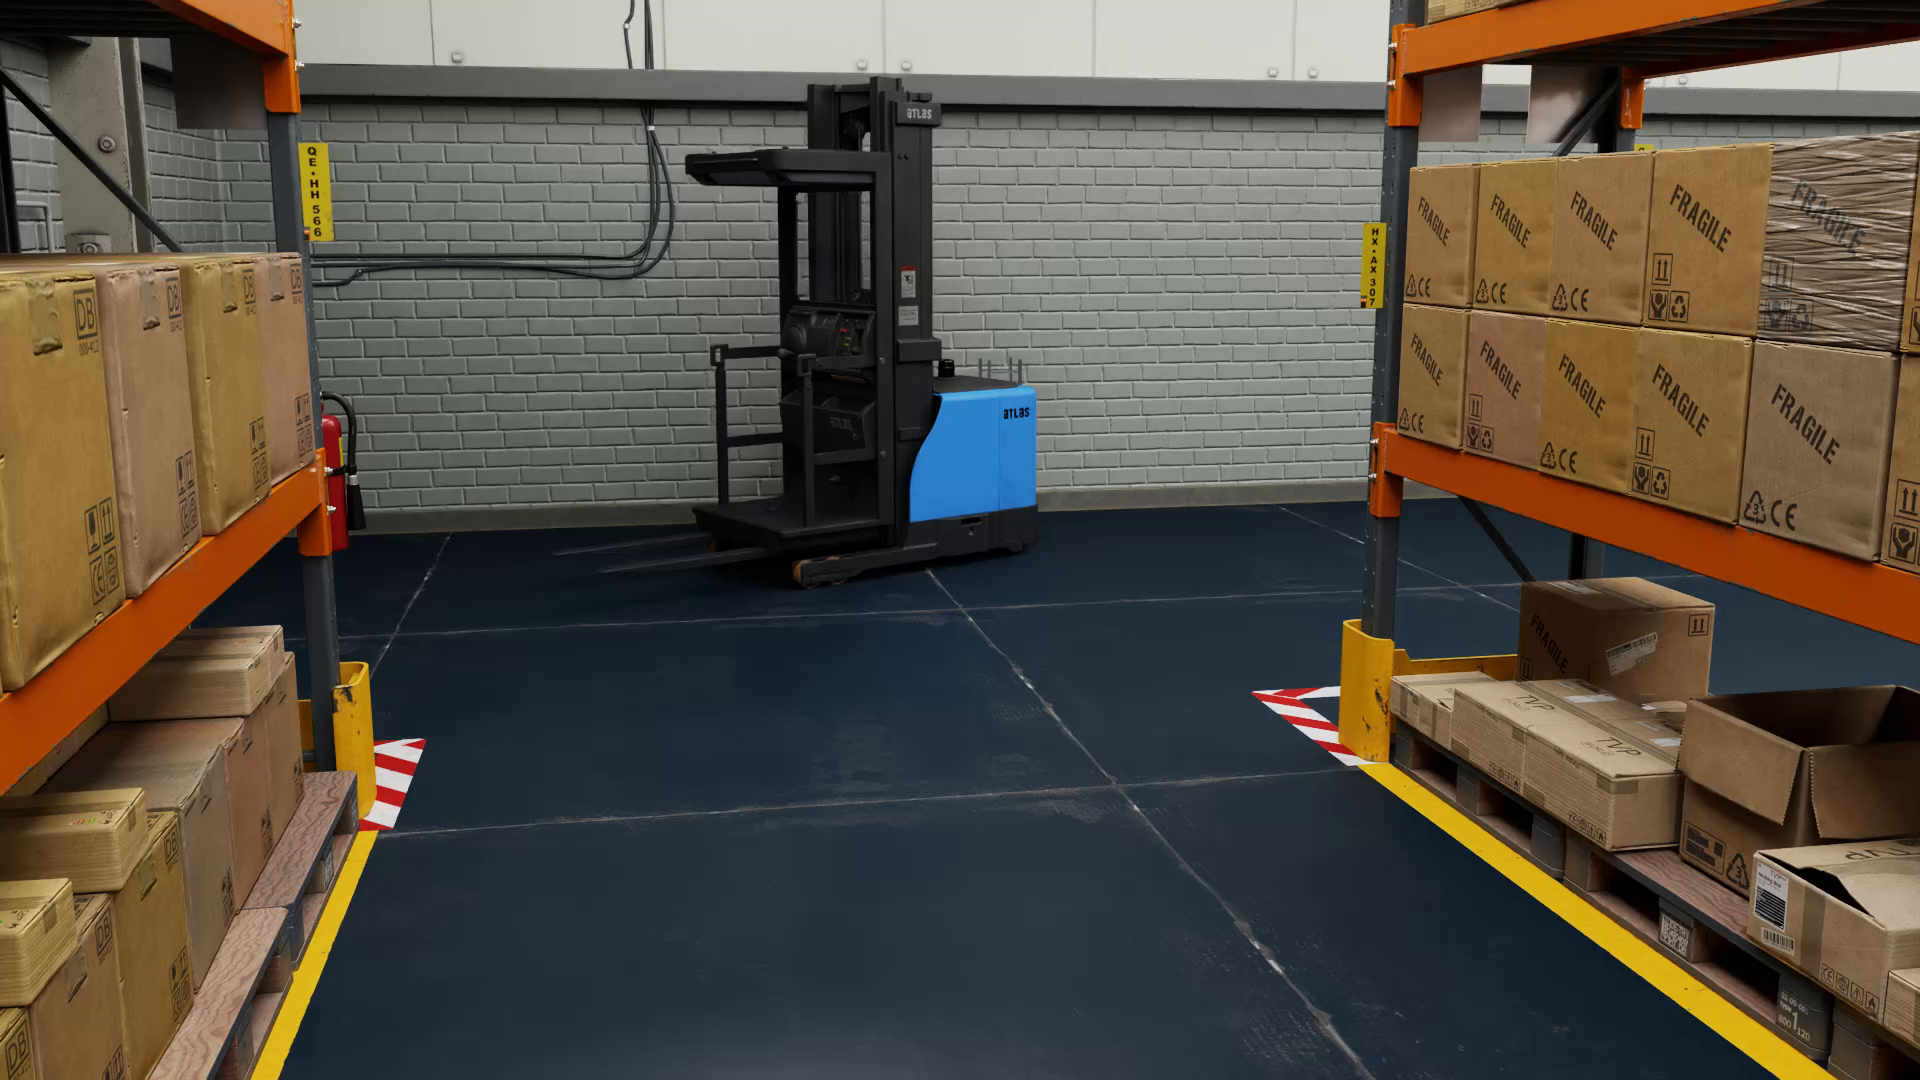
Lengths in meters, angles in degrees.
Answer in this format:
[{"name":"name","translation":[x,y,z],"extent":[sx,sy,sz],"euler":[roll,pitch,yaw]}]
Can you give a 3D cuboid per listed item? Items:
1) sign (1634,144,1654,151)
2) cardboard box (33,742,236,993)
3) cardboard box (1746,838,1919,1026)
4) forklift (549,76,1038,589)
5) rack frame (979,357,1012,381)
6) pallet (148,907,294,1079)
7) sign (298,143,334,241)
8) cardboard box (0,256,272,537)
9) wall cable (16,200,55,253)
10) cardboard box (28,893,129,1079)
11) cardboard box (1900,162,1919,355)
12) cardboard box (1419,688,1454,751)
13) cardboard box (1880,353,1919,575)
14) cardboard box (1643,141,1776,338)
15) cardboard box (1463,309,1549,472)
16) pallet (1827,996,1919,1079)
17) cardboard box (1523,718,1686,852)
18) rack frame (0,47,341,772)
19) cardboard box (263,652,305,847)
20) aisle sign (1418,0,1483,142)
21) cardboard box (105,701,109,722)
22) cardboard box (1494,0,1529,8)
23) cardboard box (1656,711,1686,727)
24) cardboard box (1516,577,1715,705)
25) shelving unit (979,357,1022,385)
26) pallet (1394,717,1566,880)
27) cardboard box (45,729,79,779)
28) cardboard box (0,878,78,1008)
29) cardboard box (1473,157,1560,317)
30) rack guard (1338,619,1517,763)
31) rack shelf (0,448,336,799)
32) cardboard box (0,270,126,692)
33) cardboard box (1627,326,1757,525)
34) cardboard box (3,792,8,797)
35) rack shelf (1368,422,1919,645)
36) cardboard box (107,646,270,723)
[{"name":"sign","translation":[2.685,-1.398,6.578],"extent":[0.100,0.325,0.005],"euler":[-2,11,-11]},{"name":"cardboard box","translation":[-2.292,0.854,4.251],"extent":[0.700,0.500,0.500],"euler":[-2,11,-13]},{"name":"cardboard box","translation":[2.380,0.949,4.202],"extent":[0.500,0.311,0.500],"euler":[-2,11,-11]},{"name":"forklift","translation":[-0.971,-1.266,10.011],"extent":[3.031,2.935,1.130],"euler":[-8,14,-37]},{"name":"rack frame","translation":[0.242,-0.646,11.384],"extent":[0.240,1.200,0.006],"euler":[-4,11,-18]},{"name":"pallet","translation":[-2.256,1.260,4.011],"extent":[1.003,0.211,1.213],"euler":[-2,11,-11]},{"name":"sign","translation":[-2.187,-1.179,5.639],"extent":[0.100,0.325,0.005],"euler":[-2,11,-11]},{"name":"cardboard box","translation":[-2.460,-0.398,4.462],"extent":[0.980,0.700,0.700],"euler":[-2,11,-11]},{"name":"wall cable","translation":[-3.899,-1.176,6.637],"extent":[0.084,1.984,1.851],"euler":[-2,11,-11]},{"name":"cardboard box","translation":[-2.083,1.045,3.244],"extent":[0.700,0.500,0.500],"euler":[-2,11,-12]},{"name":"cardboard box","translation":[2.460,-0.641,3.603],"extent":[0.500,0.500,0.500],"euler":[-2,11,-12]},{"name":"cardboard box","translation":[1.930,0.653,6.143],"extent":[0.380,0.166,0.250],"euler":[-2,11,-11]},{"name":"cardboard box","translation":[2.464,-0.150,3.694],"extent":[0.500,0.500,0.500],"euler":[-2,11,-9]},{"name":"cardboard box","translation":[2.266,-0.826,4.573],"extent":[0.500,0.500,0.500],"euler":[-2,11,-12]},{"name":"cardboard box","translation":[2.070,-0.521,5.646],"extent":[0.500,0.500,0.500],"euler":[-2,11,-12]},{"name":"pallet","translation":[2.782,1.320,3.697],"extent":[1.003,0.211,1.213],"euler":[-2,11,-11]},{"name":"cardboard box","translation":[2.159,0.771,5.303],"extent":[0.500,0.250,0.500],"euler":[-2,11,-11]},{"name":"rack frame","translation":[-2.722,-0.477,5.679],"extent":[1.000,3.000,0.127],"euler":[-2,11,-11]},{"name":"cardboard box","translation":[-2.487,0.670,5.218],"extent":[0.700,0.500,0.500],"euler":[-2,11,-11]},{"name":"aisle sign","translation":[1.835,-1.936,6.396],"extent":[0.394,0.787,0.004],"euler":[-2,11,-11]},{"name":"cardboard box","translation":[-2.609,0.428,4.752],"extent":[0.380,0.149,0.250],"euler":[-2,11,-11]},{"name":"cardboard box","translation":[2.072,-1.862,5.335],"extent":[0.500,0.250,0.500],"euler":[-2,11,-11]},{"name":"cardboard box","translation":[2.639,0.743,5.447],"extent":[0.500,0.250,0.500],"euler":[-2,11,-11]},{"name":"cardboard box","translation":[2.484,0.445,6.345],"extent":[0.500,0.500,0.500],"euler":[-2,11,-11]},{"name":"shelving unit","translation":[0.271,-0.630,11.299],"extent":[0.258,1.200,0.189],"euler":[-4,11,-18]},{"name":"pallet","translation":[2.307,0.873,6.048],"extent":[1.003,0.211,1.213],"euler":[-2,11,-11]},{"name":"cardboard box","translation":[-2.510,0.521,4.265],"extent":[0.380,0.149,0.250],"euler":[-2,11,-10]},{"name":"cardboard box","translation":[-1.876,0.750,3.063],"extent":[0.380,0.149,0.250],"euler":[-2,11,-9]},{"name":"cardboard box","translation":[2.073,-1.011,5.546],"extent":[0.500,0.500,0.500],"euler":[-2,11,-10]},{"name":"rack guard","translation":[2.151,0.584,6.789],"extent":[1.175,0.500,0.348],"euler":[-2,11,-11]},{"name":"rack shelf","translation":[-2.333,0.243,3.819],"extent":[1.077,0.370,4.000],"euler":[-2,11,-11]},{"name":"cardboard box","translation":[-2.170,-0.125,3.027],"extent":[0.980,0.700,0.700],"euler":[-2,11,-12]},{"name":"cardboard box","translation":[2.260,-0.337,4.679],"extent":[0.500,0.500,0.500],"euler":[-2,11,-10]},{"name":"cardboard box","translation":[-2.411,0.614,3.774],"extent":[0.380,0.149,0.250],"euler":[-2,11,-12]},{"name":"rack shelf","translation":[2.526,0.063,4.769],"extent":[1.077,0.370,4.000],"euler":[-2,11,-11]},{"name":"cardboard box","translation":[-2.233,0.415,4.822],"extent":[0.380,0.149,0.250],"euler":[-2,11,-9]}]
